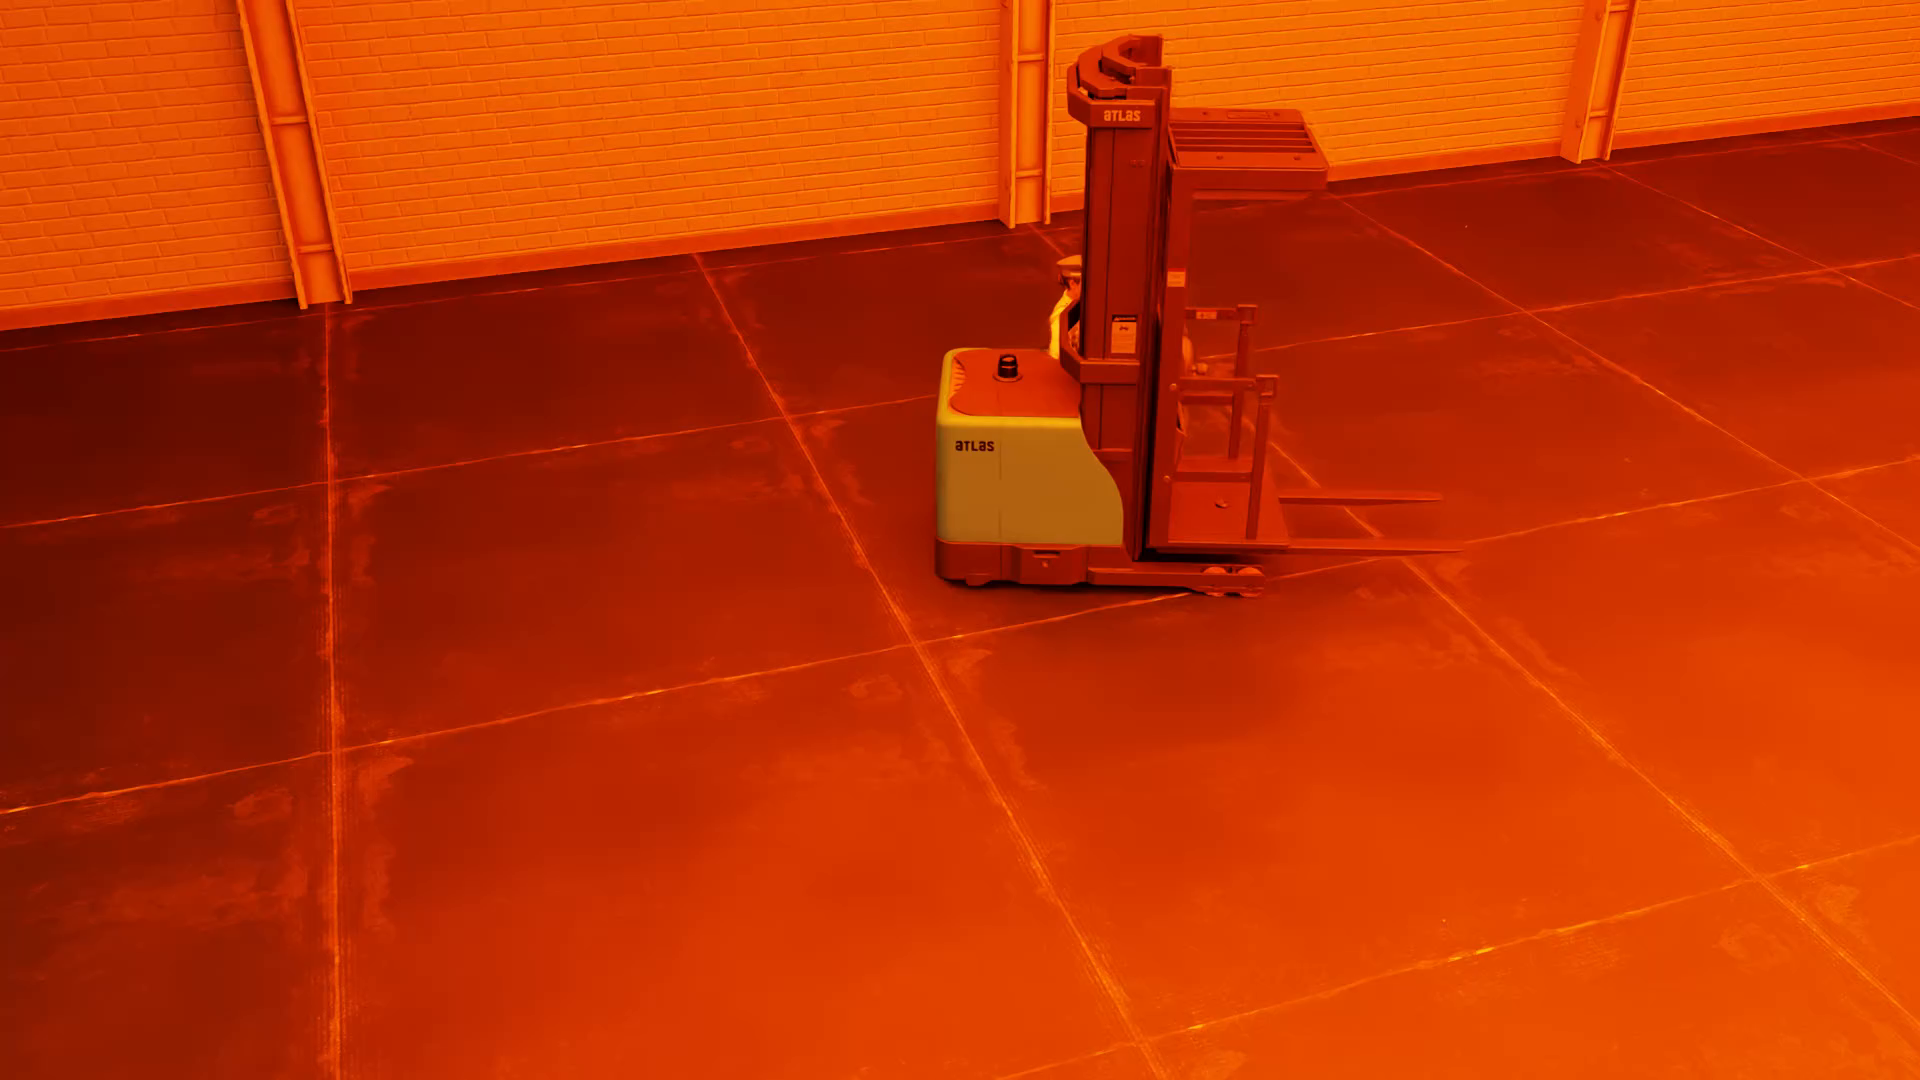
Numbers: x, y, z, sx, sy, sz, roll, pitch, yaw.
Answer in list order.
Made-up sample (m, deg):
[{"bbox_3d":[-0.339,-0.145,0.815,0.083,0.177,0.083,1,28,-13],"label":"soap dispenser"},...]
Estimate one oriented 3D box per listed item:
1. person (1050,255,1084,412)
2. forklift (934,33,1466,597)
[{"bbox_3d":[0.811,-0.945,9.876,0.658,1.476,0.688,20,36,31],"label":"person"},{"bbox_3d":[1.385,-1.217,9.202,3.031,2.935,1.130,1,30,2],"label":"forklift"}]
